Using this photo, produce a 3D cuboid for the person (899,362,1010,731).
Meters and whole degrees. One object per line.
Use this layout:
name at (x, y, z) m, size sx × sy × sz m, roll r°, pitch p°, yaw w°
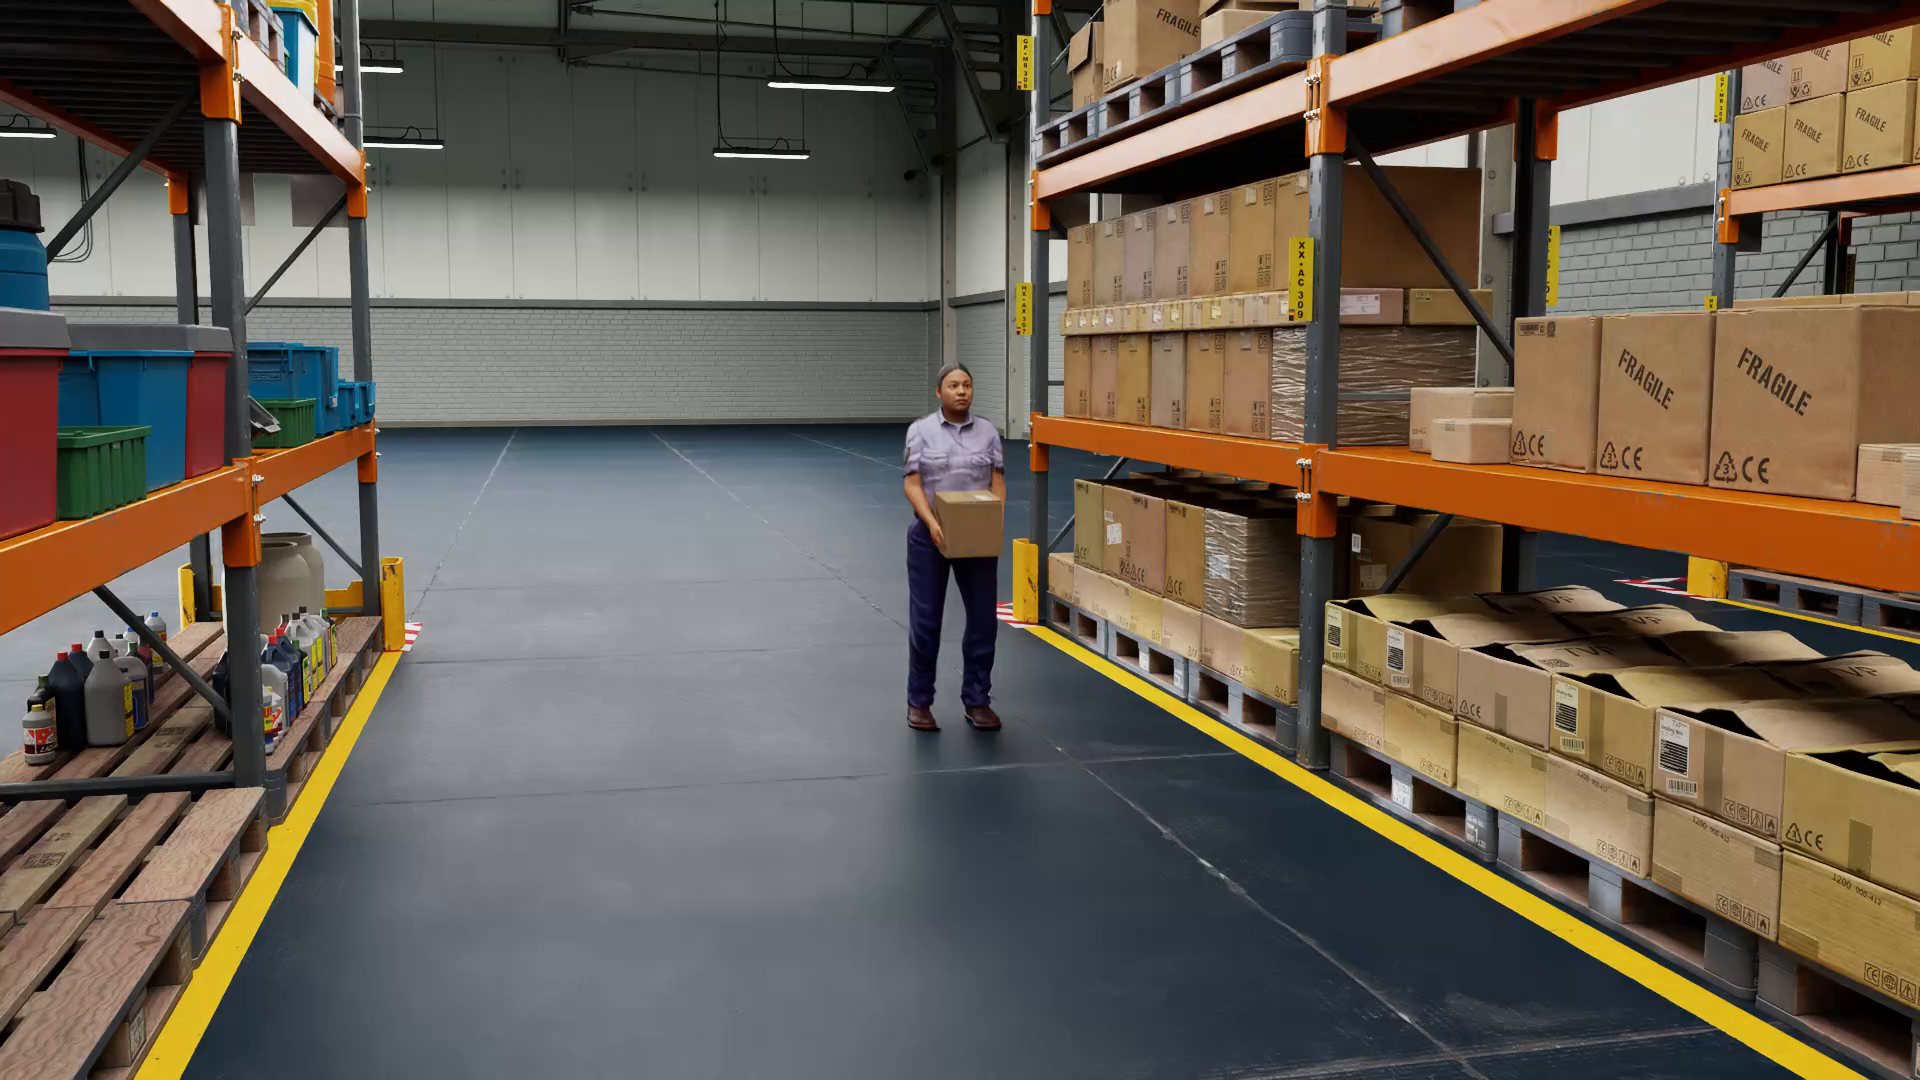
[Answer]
person at (-0.021, 0.027, 7.543) m, size 0.547 × 1.636 × 0.424 m, roll -2°, pitch 6°, yaw -16°
